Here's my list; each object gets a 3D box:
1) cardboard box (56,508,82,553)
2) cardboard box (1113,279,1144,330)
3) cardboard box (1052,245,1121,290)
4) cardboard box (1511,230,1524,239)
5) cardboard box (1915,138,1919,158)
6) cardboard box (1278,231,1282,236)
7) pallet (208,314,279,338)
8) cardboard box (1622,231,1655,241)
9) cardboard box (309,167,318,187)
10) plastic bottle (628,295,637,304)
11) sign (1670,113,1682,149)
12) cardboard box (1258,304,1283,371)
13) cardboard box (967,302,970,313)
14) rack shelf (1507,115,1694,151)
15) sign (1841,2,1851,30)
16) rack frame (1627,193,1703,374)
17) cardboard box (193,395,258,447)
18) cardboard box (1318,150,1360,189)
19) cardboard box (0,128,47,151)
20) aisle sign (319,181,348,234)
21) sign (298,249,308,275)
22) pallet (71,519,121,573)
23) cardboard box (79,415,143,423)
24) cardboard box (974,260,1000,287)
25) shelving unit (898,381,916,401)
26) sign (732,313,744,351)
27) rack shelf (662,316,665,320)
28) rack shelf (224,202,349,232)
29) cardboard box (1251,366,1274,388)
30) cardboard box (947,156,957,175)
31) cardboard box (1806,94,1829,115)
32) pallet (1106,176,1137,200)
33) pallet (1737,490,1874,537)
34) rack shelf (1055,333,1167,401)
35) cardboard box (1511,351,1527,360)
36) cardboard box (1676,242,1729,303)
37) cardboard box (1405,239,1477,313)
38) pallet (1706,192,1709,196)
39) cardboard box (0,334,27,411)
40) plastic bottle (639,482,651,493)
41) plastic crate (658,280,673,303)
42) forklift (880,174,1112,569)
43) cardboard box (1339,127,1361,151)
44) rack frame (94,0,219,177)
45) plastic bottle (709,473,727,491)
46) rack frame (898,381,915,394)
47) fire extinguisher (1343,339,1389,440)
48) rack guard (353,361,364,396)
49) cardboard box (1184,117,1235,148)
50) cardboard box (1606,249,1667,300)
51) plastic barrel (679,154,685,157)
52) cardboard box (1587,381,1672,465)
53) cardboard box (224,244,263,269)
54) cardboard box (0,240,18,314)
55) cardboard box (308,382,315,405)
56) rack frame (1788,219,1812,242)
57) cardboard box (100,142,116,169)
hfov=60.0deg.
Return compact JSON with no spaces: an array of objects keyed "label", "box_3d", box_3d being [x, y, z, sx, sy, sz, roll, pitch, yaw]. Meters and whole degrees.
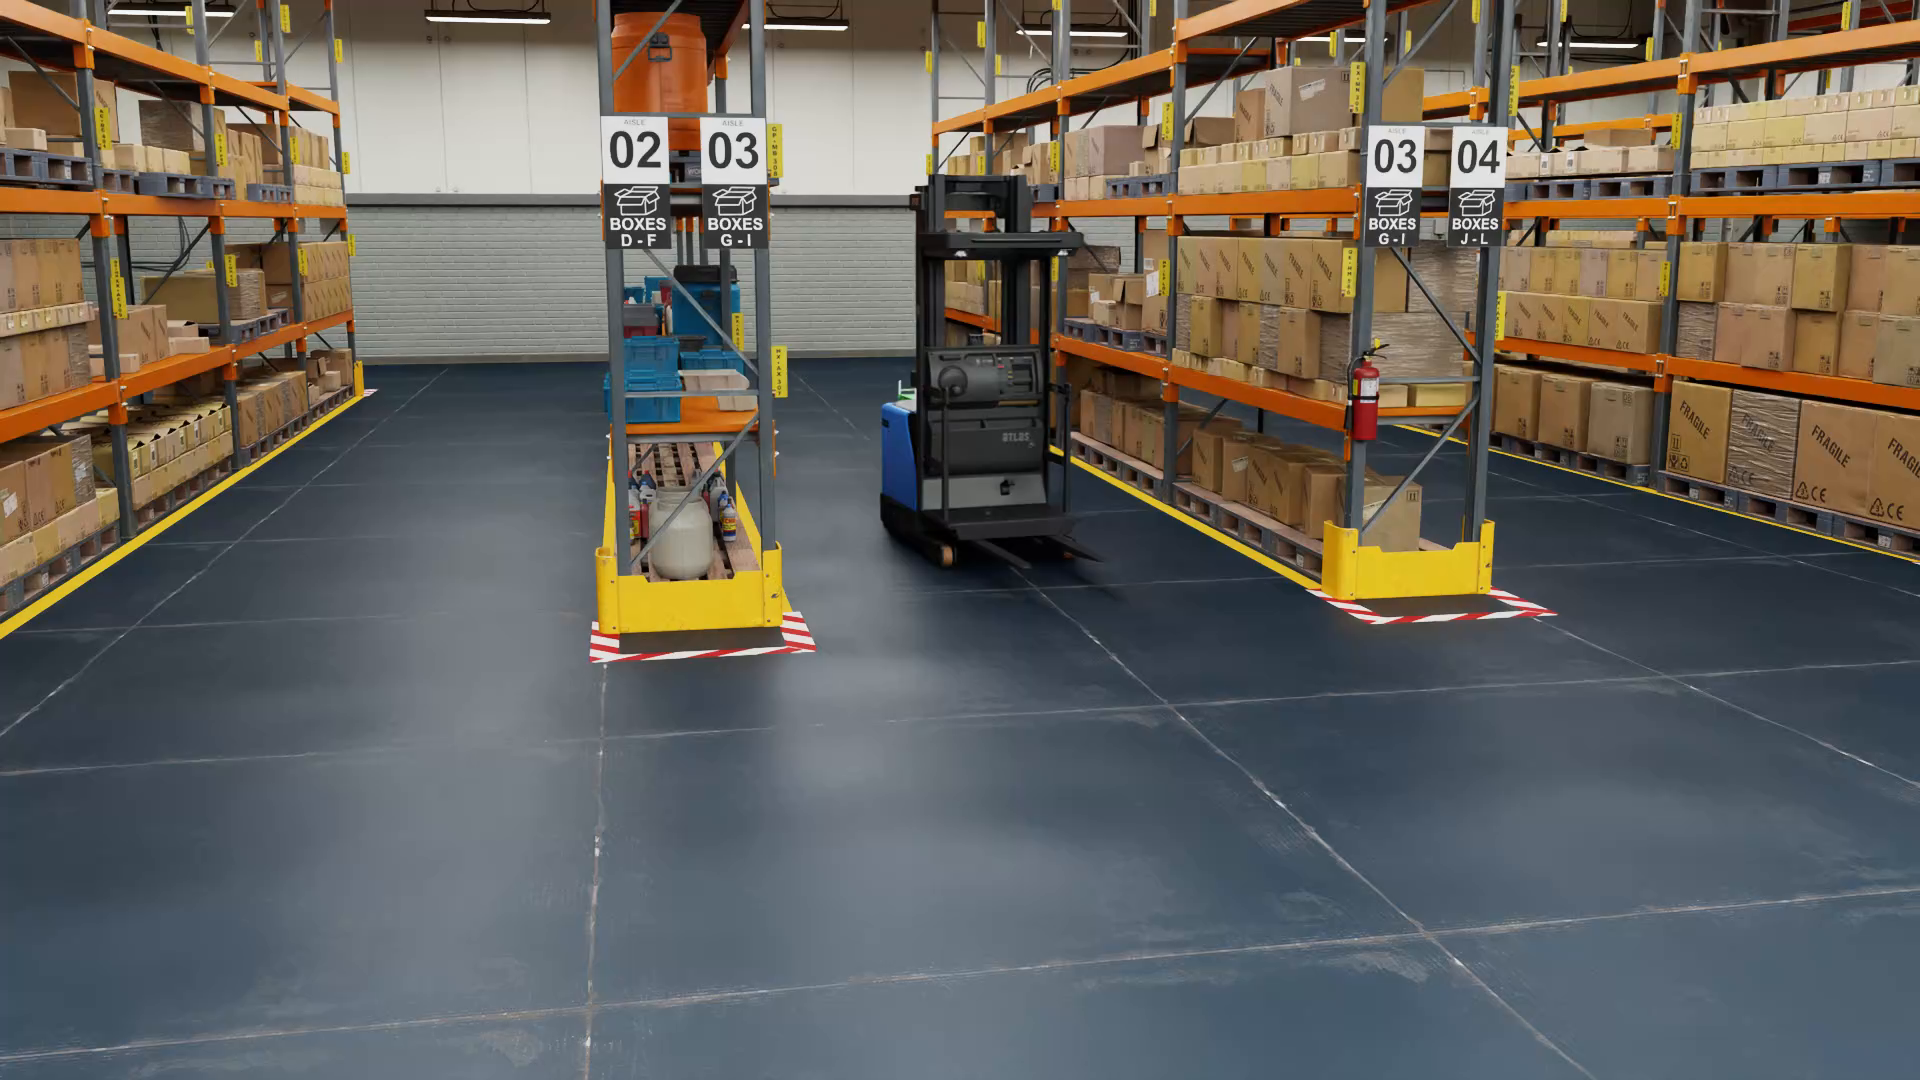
[{"label":"cardboard box","box_3d":[-6.822,-0.063,12.237,0.500,0.250,0.500,-2,11,-11]},{"label":"cardboard box","box_3d":[1.965,-2.399,16.880,0.797,0.503,0.637,-1,11,-5]},{"label":"cardboard box","box_3d":[1.488,-3.238,19.735,0.797,0.503,0.637,-2,11,-9]},{"label":"cardboard box","box_3d":[9.577,-5.173,28.174,0.380,0.149,0.250,-2,11,-10]},{"label":"cardboard box","box_3d":[7.559,-3.003,12.712,0.380,0.149,0.250,-2,11,-10]},{"label":"cardboard box","box_3d":[5.057,-4.503,25.595,0.500,0.500,0.500,-2,11,-13]},{"label":"pallet","box_3d":[-8.486,-2.464,19.133,1.003,0.211,1.213,-2,11,-11]},{"label":"cardboard box","box_3d":[10.185,-4.559,24.951,0.380,0.149,0.250,-2,11,-12]},{"label":"cardboard box","box_3d":[-8.917,-4.863,22.264,0.500,0.250,0.500,-2,11,-11]},{"label":"plastic bottle","box_3d":[-4.263,-3.007,21.603,0.144,0.351,0.185,-2,11,-11]},{"label":"sign","box_3d":[6.747,-3.850,15.655,0.100,0.325,0.005,-2,11,-11]},{"label":"cardboard box","box_3d":[2.821,-1.572,12.869,0.875,0.500,0.500,-2,11,-11]},{"label":"cardboard box","box_3d":[0.306,-3.357,23.983,0.380,0.149,0.250,-2,11,-10]},{"label":"rack shelf","box_3d":[10.168,-6.419,26.349,1.077,0.370,4.000,-2,11,-11]},{"label":"sign","box_3d":[10.792,-6.385,20.251,0.100,0.325,0.005,-2,11,-11]},{"label":"rack frame","box_3d":[10.557,-3.655,24.878,1.000,3.000,0.127,-2,11,-11]},{"label":"cardboard box","box_3d":[-7.912,-1.284,17.927,0.500,0.500,0.500,-2,11,-9]},{"label":"cardboard box","box_3d":[2.828,-2.573,11.571,0.500,0.250,0.500,-2,11,-10]},{"label":"cardboard box","box_3d":[-6.823,-2.882,11.968,0.380,0.149,0.250,-2,11,-11]},{"label":"aisle sign","box_3d":[-9.372,-4.970,24.832,0.394,0.787,0.004,-2,11,-11]},{"label":"sign","box_3d":[-8.338,-3.525,21.097,0.100,0.325,0.005,-2,11,-11]},{"label":"pallet","box_3d":[-7.212,0.049,12.873,1.003,0.211,1.213,-2,11,-11]},{"label":"cardboard box","box_3d":[-8.082,-1.036,15.850,0.500,0.311,0.500,-2,11,-13]},{"label":"cardboard box","box_3d":[0.485,-3.810,23.293,0.500,0.500,0.500,-2,11,-9]},{"label":"shelving unit","box_3d":[-0.351,-0.778,14.576,0.258,1.200,0.503,-4,11,-18]},{"label":"sign","box_3d":[-1.924,-1.801,14.398,0.100,0.325,0.005,-2,11,-11]},{"label":"rack shelf","box_3d":[-4.411,-3.128,24.033,1.077,0.370,4.000,-2,11,-11]},{"label":"rack shelf","box_3d":[-9.270,-4.422,22.810,1.077,0.370,4.000,-2,11,-11]},{"label":"cardboard box","box_3d":[2.518,-1.287,13.106,0.380,0.149,0.250,-2,11,-11]},{"label":"cardboard box","box_3d":[0.204,-5.606,25.445,0.700,0.500,0.500,-3,11,-13]},{"label":"cardboard box","box_3d":[7.311,-3.629,13.865,0.380,0.149,0.250,-2,11,-11]},{"label":"pallet","box_3d":[2.172,-3.516,16.627,1.213,0.211,1.003,-2,11,-11]},{"label":"pallet","box_3d":[7.589,-0.253,14.462,1.003,0.211,1.213,-2,11,-11]},{"label":"rack shelf","box_3d":[2.004,-1.841,17.271,1.077,0.370,4.000,-2,11,-11]},{"label":"cardboard box","box_3d":[10.006,-3.219,28.316,0.875,0.438,0.875,-3,11,-13]},{"label":"cardboard box","box_3d":[7.315,-2.525,15.649,0.875,0.550,0.550,-2,11,-11]},{"label":"cardboard box","box_3d":[3.331,-1.891,11.873,0.500,0.500,0.500,-2,11,-11]},{"label":"pallet","box_3d":[10.784,-4.868,23.742,0.805,0.209,1.217,-3,11,-13]},{"label":"cardboard box","box_3d":[-6.929,-1.153,11.467,0.700,0.500,0.500,-2,11,-9]},{"label":"plastic bottle","box_3d":[-2.569,-0.338,13.570,0.097,0.271,0.097,0,11,0]},{"label":"plastic crate","box_3d":[-3.949,-3.349,22.935,0.402,0.464,0.583,-2,11,-11]},{"label":"forklift","box_3d":[0.271,-1.318,12.781,1.130,2.935,3.031,-4,11,-18]},{"label":"cardboard box","box_3d":[2.810,-2.729,11.326,0.380,0.149,0.250,-2,11,-11]},{"label":"rack frame","box_3d":[-8.103,-5.149,16.681,1.000,3.000,0.127,-2,11,-11]},{"label":"plastic bottle","box_3d":[-1.958,-0.360,13.475,0.144,0.351,0.185,-2,11,-11]},{"label":"rack frame","box_3d":[-0.428,-0.821,14.803,0.240,1.200,0.015,-4,11,-18]},{"label":"fire extinguisher","box_3d":[2.741,-1.018,11.231,0.296,0.674,0.183,-2,11,-11]},{"label":"rack guard","box_3d":[-9.645,-2.427,25.111,1.175,0.500,0.348,-2,11,-11]},{"label":"cardboard box","box_3d":[2.398,-3.648,15.419,0.797,0.503,0.637,-3,11,-14]},{"label":"cardboard box","box_3d":[7.073,-2.715,16.996,0.700,0.500,0.500,-2,11,-12]},{"label":"plastic barrel","box_3d":[-2.034,-2.891,11.212,0.600,0.588,0.600,0,11,0]},{"label":"cardboard box","box_3d":[7.068,-1.201,16.879,1.050,0.750,0.750,-2,11,-11]},{"label":"cardboard box","box_3d":[-9.234,-3.559,21.431,0.500,0.500,0.500,-2,11,-11]},{"label":"cardboard box","box_3d":[-6.940,-1.797,11.379,0.700,0.500,0.500,-2,11,-11]},{"label":"cardboard box","box_3d":[-8.751,-1.915,21.752,0.500,0.311,0.500,-2,11,-11]},{"label":"rack frame","box_3d":[14.648,-4.570,29.685,1.000,3.000,0.127,-2,11,-11]},{"label":"cardboard box","box_3d":[-7.545,-3.288,14.206,0.500,0.250,0.500,-3,11,-17]}]
